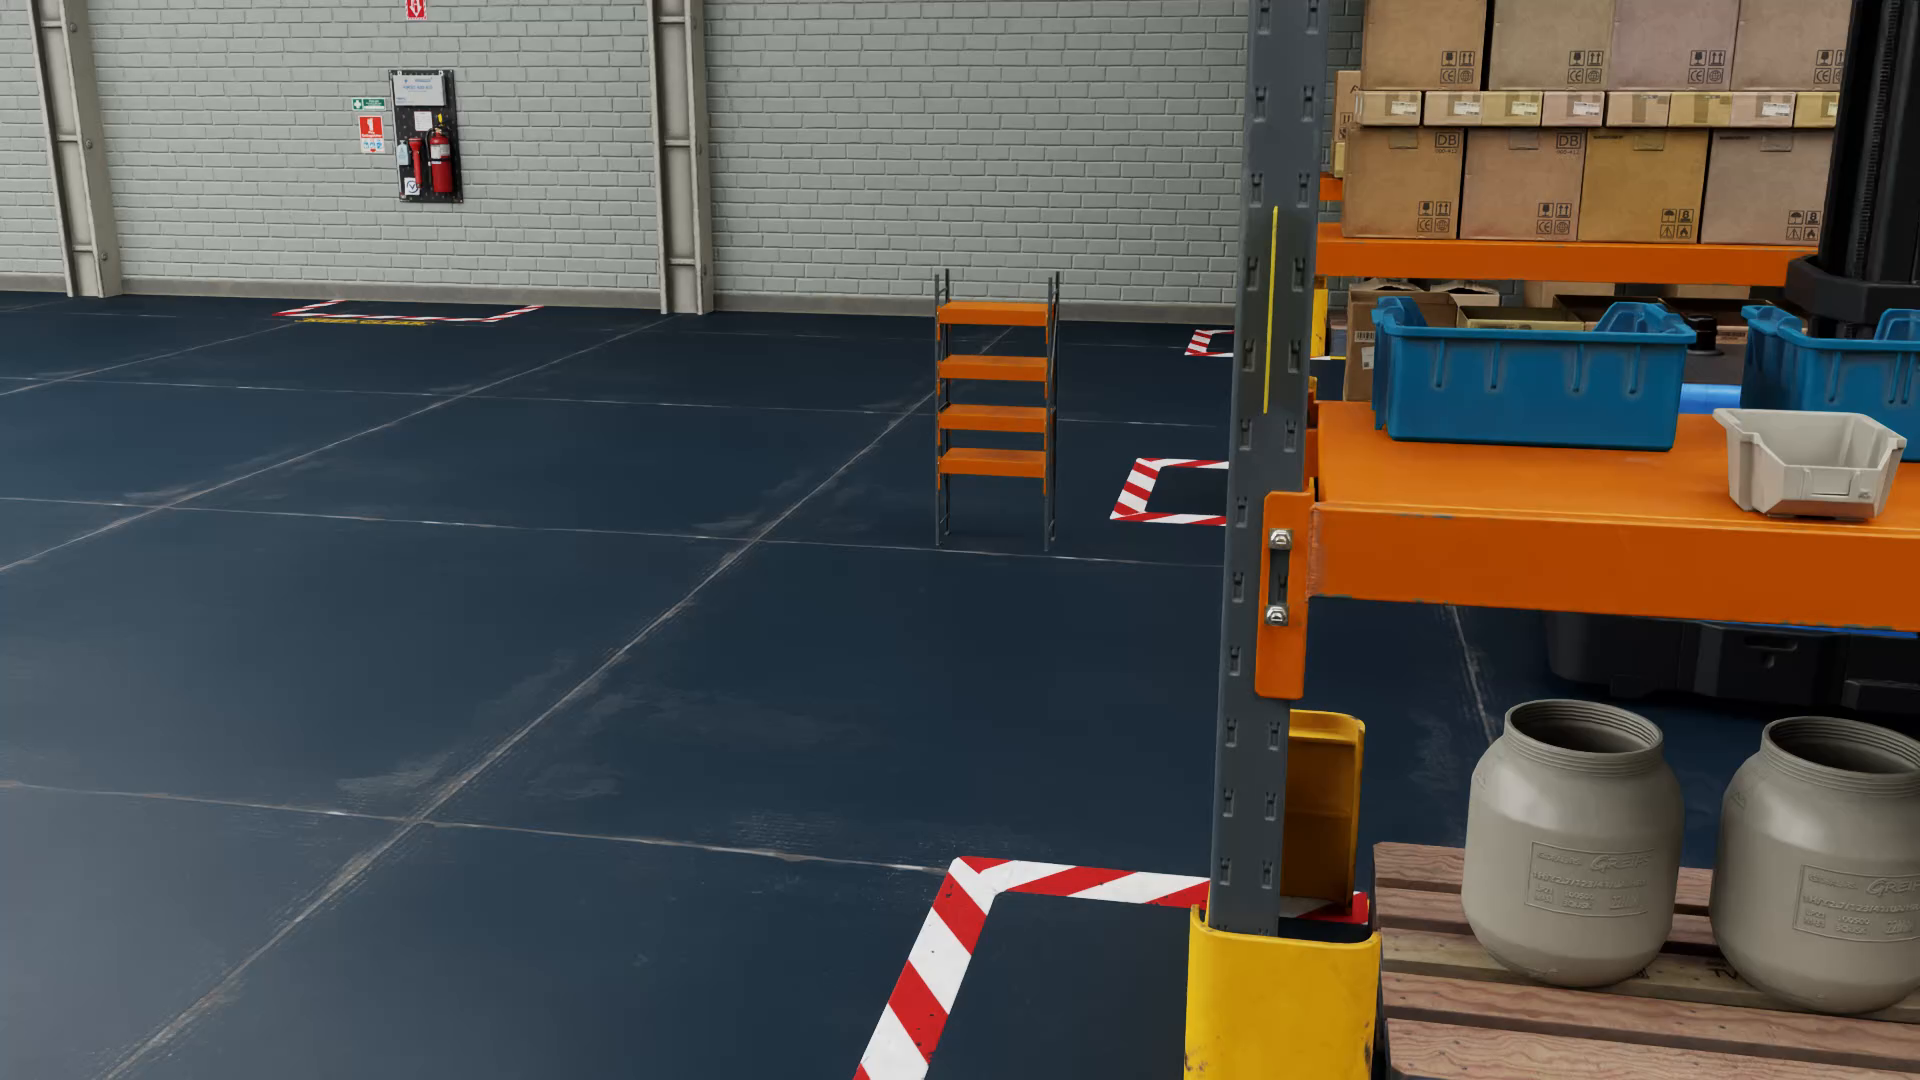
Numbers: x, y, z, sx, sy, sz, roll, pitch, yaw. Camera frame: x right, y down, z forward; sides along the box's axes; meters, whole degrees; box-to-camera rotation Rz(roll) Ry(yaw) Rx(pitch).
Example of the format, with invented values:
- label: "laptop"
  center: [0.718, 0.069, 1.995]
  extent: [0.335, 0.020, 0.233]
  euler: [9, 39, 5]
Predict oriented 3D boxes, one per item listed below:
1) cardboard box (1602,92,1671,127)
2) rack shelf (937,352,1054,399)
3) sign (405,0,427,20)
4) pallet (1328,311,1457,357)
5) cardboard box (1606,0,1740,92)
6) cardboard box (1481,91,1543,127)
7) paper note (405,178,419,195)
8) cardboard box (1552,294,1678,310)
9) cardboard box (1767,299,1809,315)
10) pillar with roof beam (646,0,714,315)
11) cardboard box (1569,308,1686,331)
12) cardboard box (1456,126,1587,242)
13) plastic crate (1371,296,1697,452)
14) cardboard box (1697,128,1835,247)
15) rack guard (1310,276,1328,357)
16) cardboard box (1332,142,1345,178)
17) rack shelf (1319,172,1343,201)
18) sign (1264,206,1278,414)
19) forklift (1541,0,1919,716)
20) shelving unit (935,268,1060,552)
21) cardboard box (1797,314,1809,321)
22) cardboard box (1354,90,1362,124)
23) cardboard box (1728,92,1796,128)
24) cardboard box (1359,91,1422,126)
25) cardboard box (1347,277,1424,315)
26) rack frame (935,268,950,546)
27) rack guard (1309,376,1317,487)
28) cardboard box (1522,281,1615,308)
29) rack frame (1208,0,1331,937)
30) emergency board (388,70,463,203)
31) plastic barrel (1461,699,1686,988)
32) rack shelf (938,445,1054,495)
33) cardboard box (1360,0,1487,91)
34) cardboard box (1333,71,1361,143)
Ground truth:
- label: "cardboard box"
  center: [2.963, -1.908, 7.359]
  extent: [0.250, 0.149, 0.380]
  euler: [3, 16, 9]
- label: "rack shelf"
  center: [0.162, -0.720, 7.258]
  extent: [0.480, 0.148, 0.258]
  euler: [3, 16, 11]
- label: "sign"
  center: [-4.830, -4.768, 14.745]
  extent: [0.199, 0.298, 0.001]
  euler: [3, 16, 11]
- label: "pallet"
  center: [3.456, -1.575, 12.782]
  extent: [1.213, 0.211, 1.003]
  euler: [3, 16, 11]
- label: "cardboard box"
  center: [3.127, -2.268, 7.444]
  extent: [0.500, 0.500, 0.700]
  euler: [3, 16, 11]
- label: "cardboard box"
  center: [2.455, -1.936, 7.459]
  extent: [0.250, 0.149, 0.380]
  euler: [3, 16, 11]
- label: "paper note"
  center: [-5.002, -3.228, 15.176]
  extent: [0.142, 0.148, 0.016]
  euler: [3, 16, 11]
- label: "cardboard box"
  center: [3.177, -0.918, 8.145]
  extent: [0.500, 0.500, 0.500]
  euler: [3, 16, 11]
- label: "cardboard box"
  center: [4.157, -0.865, 7.954]
  extent: [0.500, 0.500, 0.500]
  euler: [3, 16, 11]
- label: "pillar with roof beam"
  center: [-3.286, -5.248, 9.582]
  extent: [0.400, 9.000, 9.100]
  euler: [3, 16, 11]
- label: "cardboard box"
  center: [3.074, -0.782, 7.654]
  extent: [0.500, 0.500, 0.500]
  euler: [3, 16, 11]
- label: "cardboard box"
  center: [2.580, -1.672, 7.723]
  extent: [0.500, 0.500, 0.700]
  euler: [4, 16, 13]
- label: "plastic crate"
  center: [1.169, -0.364, 3.464]
  extent: [0.616, 0.251, 0.499]
  euler: [3, 16, 11]
- label: "cardboard box"
  center: [3.582, -1.617, 7.525]
  extent: [0.500, 0.500, 0.700]
  euler: [4, 16, 13]
- label: "rack guard"
  center: [2.667, -1.766, 12.933]
  extent: [0.348, 0.500, 1.175]
  euler: [3, 16, 11]
- label: "cardboard box"
  center: [3.008, -2.804, 12.237]
  extent: [0.500, 0.250, 0.500]
  euler: [3, 16, 9]
- label: "rack shelf"
  center: [4.553, -2.522, 12.326]
  extent: [4.000, 0.370, 1.077]
  euler: [3, 16, 11]
- label: "sign"
  center: [0.505, -0.373, 2.702]
  extent: [0.005, 0.325, 0.100]
  euler: [3, 16, 11]
- label: "forklift"
  center: [3.575, -0.901, 5.254]
  extent: [3.031, 2.935, 1.130]
  euler: [4, 16, 15]
- label: "shelving unit"
  center: [0.162, -0.569, 7.300]
  extent: [0.503, 1.200, 0.258]
  euler: [3, 16, 11]
- label: "cardboard box"
  center: [4.053, -0.728, 7.460]
  extent: [0.500, 0.500, 0.500]
  euler: [3, 16, 11]
- label: "cardboard box"
  center: [2.022, -2.069, 7.941]
  extent: [0.250, 0.149, 0.380]
  euler: [3, 16, 10]
- label: "cardboard box"
  center: [3.457, -1.881, 7.260]
  extent: [0.250, 0.149, 0.380]
  euler: [3, 16, 12]
- label: "cardboard box"
  center: [1.951, -1.963, 7.556]
  extent: [0.250, 0.149, 0.380]
  euler: [3, 16, 11]
- label: "cardboard box"
  center: [3.253, -1.831, 12.696]
  extent: [0.500, 0.311, 0.500]
  euler: [1, 16, 5]
- label: "rack frame"
  center: [-0.077, -0.582, 7.347]
  extent: [0.015, 1.200, 0.240]
  euler: [3, 16, 11]
- label: "rack guard"
  center: [1.586, -0.476, 8.273]
  extent: [0.348, 0.500, 1.175]
  euler: [3, 16, 11]
- label: "cardboard box"
  center: [4.521, -1.840, 12.373]
  extent: [0.500, 0.500, 0.700]
  euler: [2, 16, 8]
- label: "rack frame"
  center: [0.619, -0.384, 3.258]
  extent: [0.127, 3.000, 1.000]
  euler: [3, 16, 11]
- label: "emergency board"
  center: [-4.842, -3.625, 14.959]
  extent: [0.643, 1.169, 0.194]
  euler: [3, 16, 11]
- label: "plastic barrel"
  center: [1.279, 0.628, 3.479]
  extent: [0.421, 0.512, 0.421]
  euler: [0, 15, 0]
- label: "rack shelf"
  center: [0.162, -0.313, 7.371]
  extent: [0.480, 0.148, 0.258]
  euler: [3, 16, 11]
- label: "cardboard box"
  center: [2.116, -2.322, 7.636]
  extent: [0.500, 0.500, 0.700]
  euler: [3, 16, 11]
- label: "cardboard box"
  center: [3.001, -3.170, 12.155]
  extent: [0.500, 0.500, 0.500]
  euler: [3, 16, 11]
